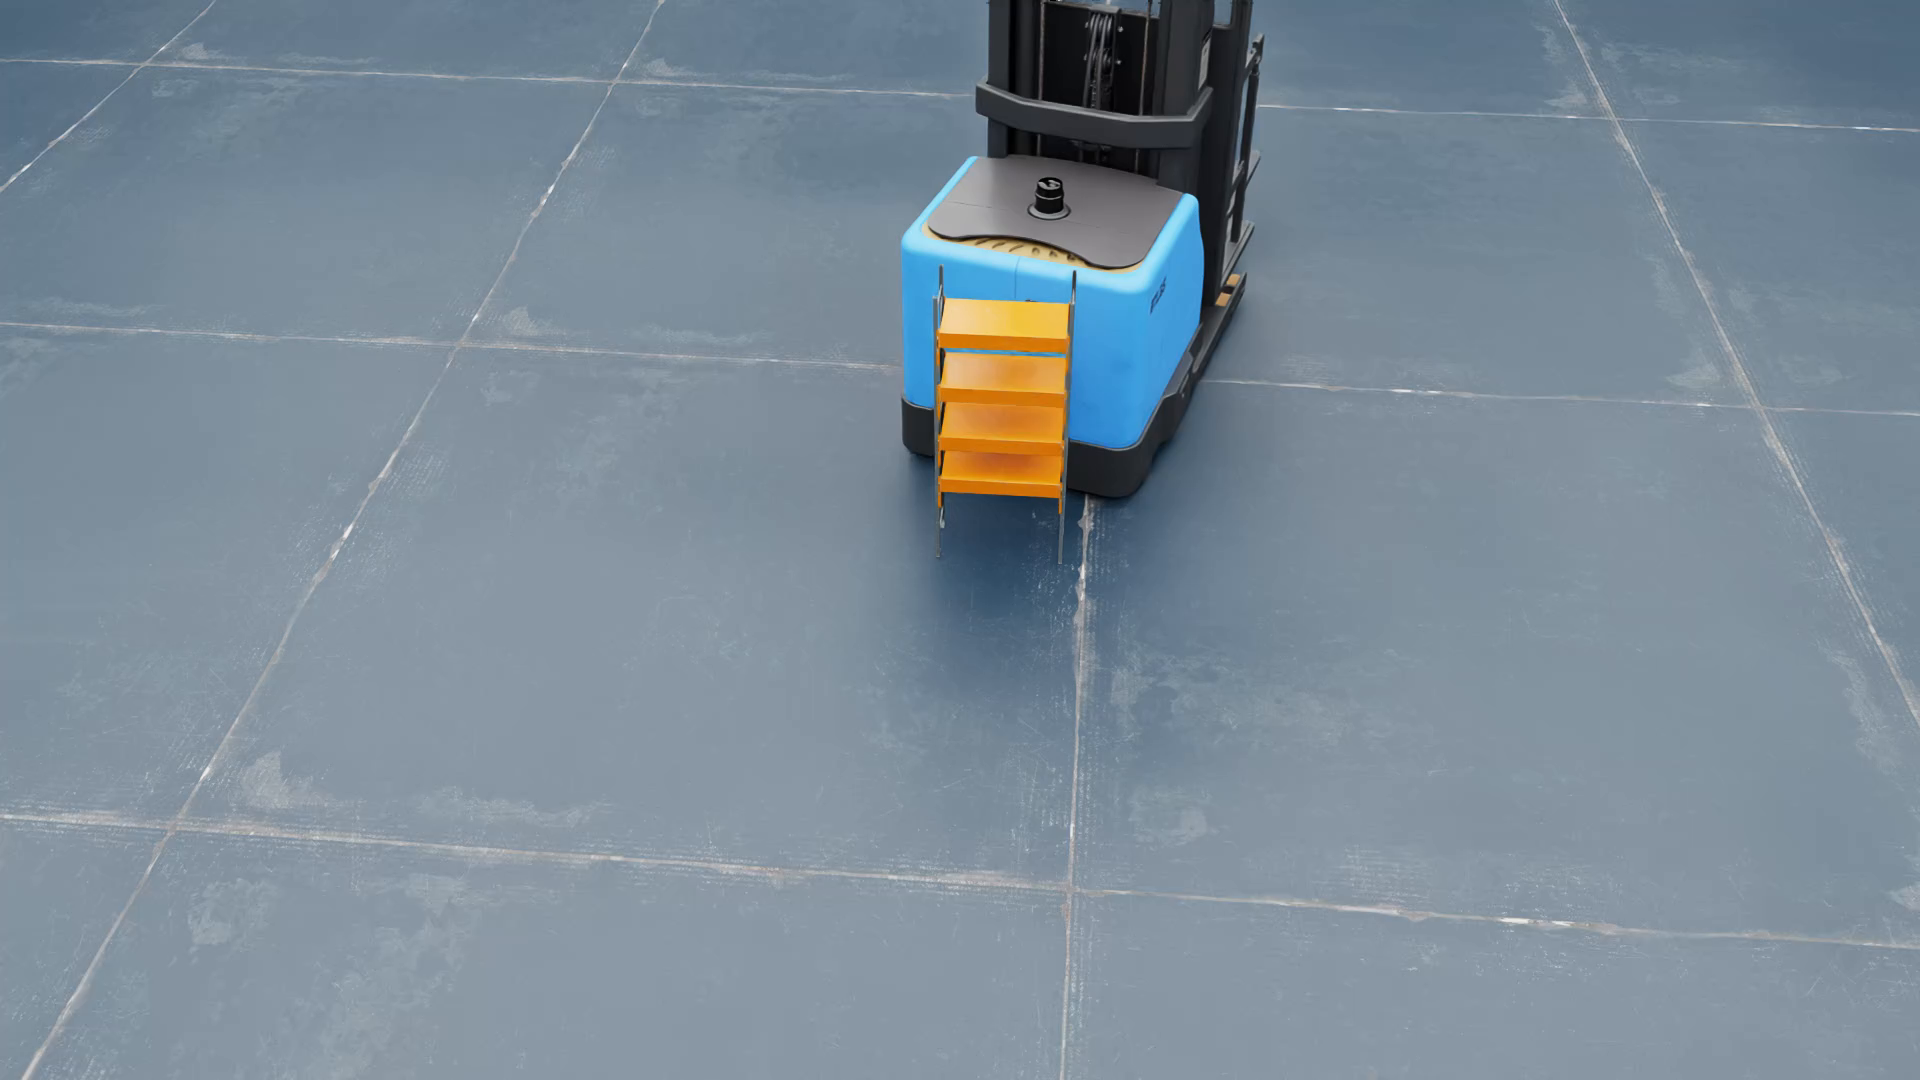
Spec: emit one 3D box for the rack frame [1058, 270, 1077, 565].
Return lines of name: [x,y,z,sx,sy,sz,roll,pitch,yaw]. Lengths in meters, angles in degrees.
rack frame: [0.408,-0.443,6.344,0.015,1.200,0.240,3,39,4]

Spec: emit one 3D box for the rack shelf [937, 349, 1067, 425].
rack shelf: [0.165,-0.578,6.261,0.480,0.148,0.258,3,39,4]

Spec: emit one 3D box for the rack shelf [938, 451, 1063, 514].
rack shelf: [0.165,-0.250,6.528,0.480,0.148,0.258,3,39,4]

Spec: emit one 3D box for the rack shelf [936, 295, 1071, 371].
rack shelf: [0.165,-0.761,6.112,0.480,0.148,0.258,3,39,4]

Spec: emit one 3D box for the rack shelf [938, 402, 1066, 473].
rack shelf: [0.165,-0.404,6.403,0.480,0.148,0.258,3,39,4]

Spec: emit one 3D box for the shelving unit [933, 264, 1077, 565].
shelving unit: [0.165,-0.456,6.360,0.503,1.200,0.258,3,39,4]

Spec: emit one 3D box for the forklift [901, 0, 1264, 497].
forklift: [0.757,-2.247,7.188,1.130,2.935,3.031,14,41,16]

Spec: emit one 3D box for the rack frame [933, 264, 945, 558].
rack frame: [-0.078,-0.470,6.376,0.015,1.200,0.240,3,39,4]
